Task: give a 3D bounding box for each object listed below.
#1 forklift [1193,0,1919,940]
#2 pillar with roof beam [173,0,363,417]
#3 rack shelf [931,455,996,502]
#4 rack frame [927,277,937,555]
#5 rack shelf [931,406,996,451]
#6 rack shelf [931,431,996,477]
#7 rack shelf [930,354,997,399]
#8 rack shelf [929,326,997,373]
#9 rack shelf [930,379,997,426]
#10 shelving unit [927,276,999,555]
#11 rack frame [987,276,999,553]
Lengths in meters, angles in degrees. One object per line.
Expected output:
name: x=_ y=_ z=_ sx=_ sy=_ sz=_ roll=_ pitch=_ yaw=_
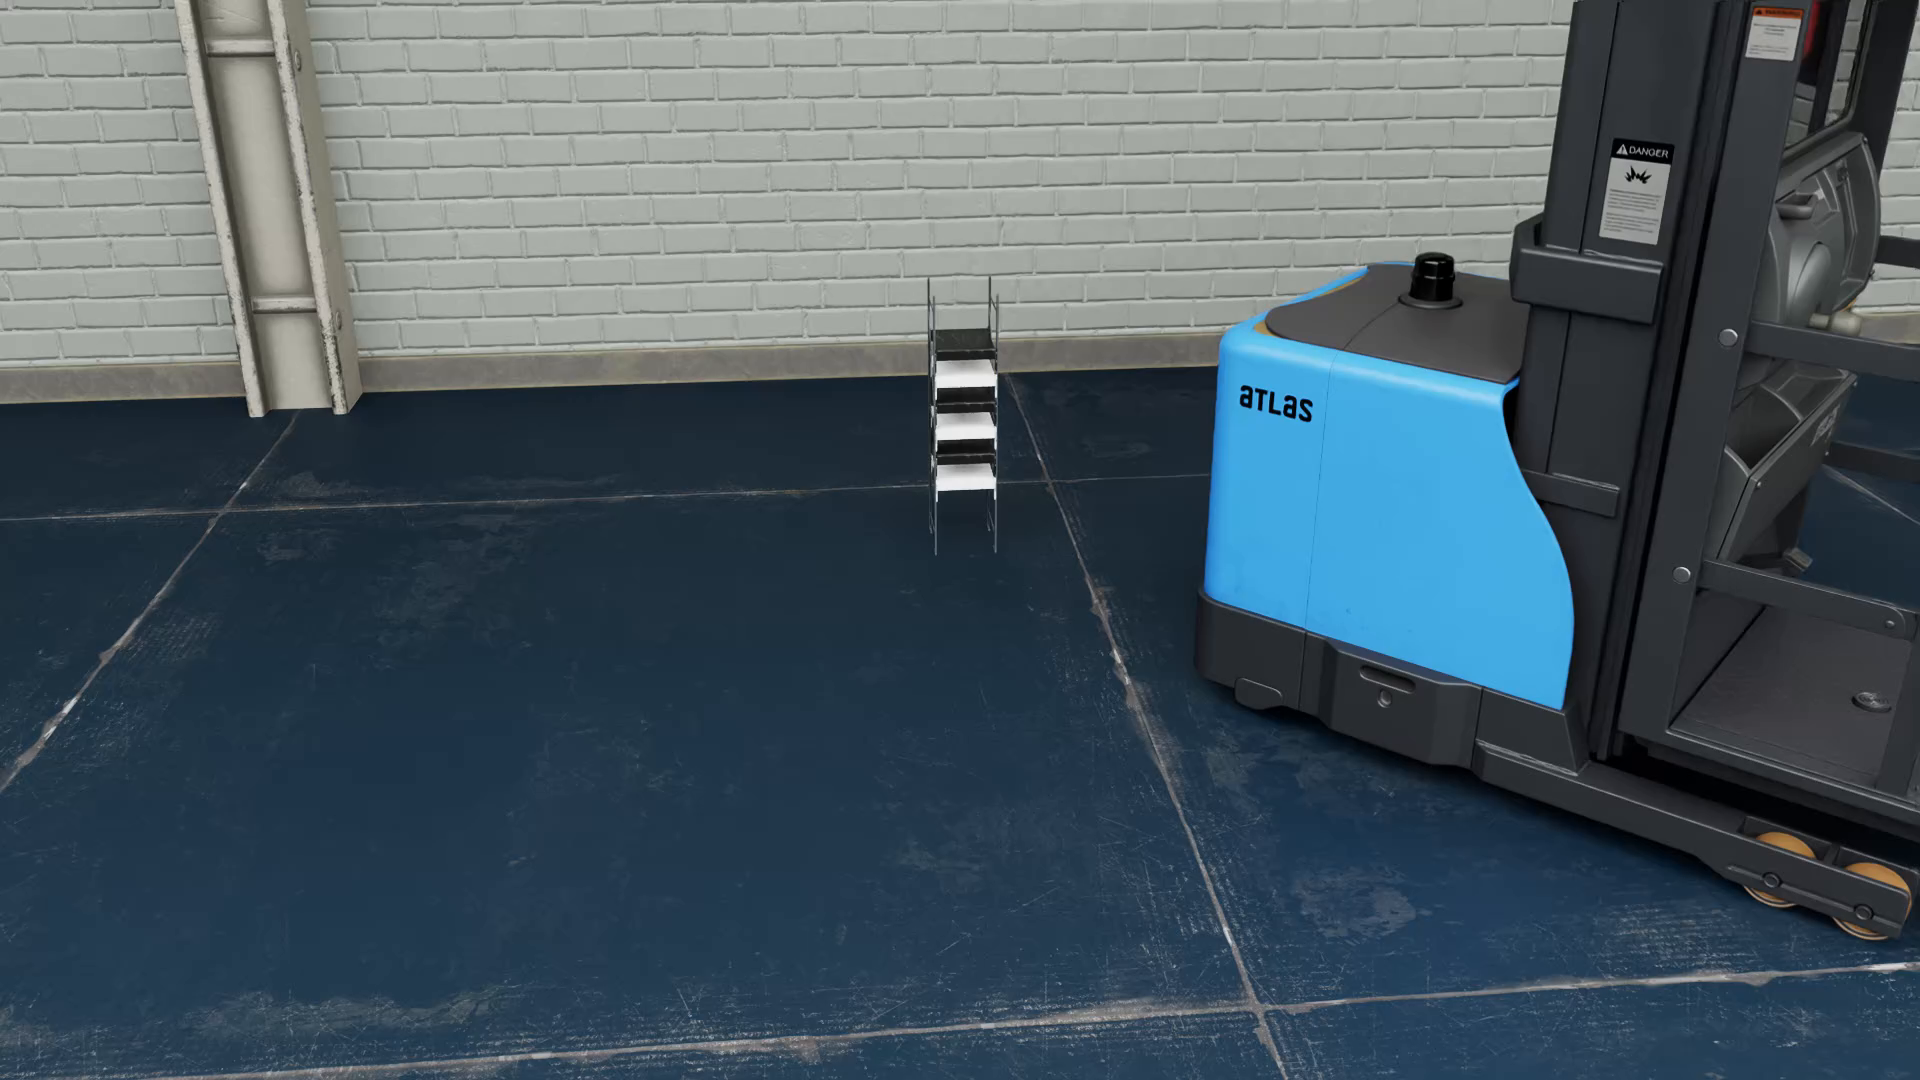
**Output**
forklift: x=2.135 y=-0.687 z=3.686 sx=3.031 sy=2.935 sz=1.130 roll=18 pitch=30 yaw=35
pillar with roof beam: x=-2.344 y=-2.953 z=1.313 sx=0.400 sy=9.000 sz=9.100 roll=-2 pitch=24 yaw=-5
rack shelf: x=0.008 y=-0.217 z=5.655 sx=0.200 sy=0.077 sz=0.258 roll=-2 pitch=24 yaw=-5
rack frame: x=-0.093 y=-0.407 z=5.559 sx=0.006 sy=0.900 sz=0.240 roll=-2 pitch=24 yaw=-5
rack shelf: x=0.008 y=-0.381 z=5.581 sx=0.200 sy=0.077 sz=0.258 roll=-2 pitch=24 yaw=-5
rack shelf: x=0.008 y=-0.299 z=5.618 sx=0.200 sy=0.077 sz=0.258 roll=-2 pitch=24 yaw=-5
rack shelf: x=0.008 y=-0.546 z=5.508 sx=0.200 sy=0.077 sz=0.258 roll=-2 pitch=24 yaw=-5
rack shelf: x=0.008 y=-0.628 z=5.472 sx=0.200 sy=0.077 sz=0.258 roll=-2 pitch=24 yaw=-5
rack shelf: x=0.008 y=-0.463 z=5.545 sx=0.200 sy=0.077 sz=0.258 roll=-2 pitch=24 yaw=-5
shelving unit: x=0.008 y=-0.412 z=5.568 sx=0.210 sy=0.900 sz=0.258 roll=-2 pitch=24 yaw=-5
rack frame: x=0.109 y=-0.416 z=5.577 sx=0.006 sy=0.900 sz=0.240 roll=-2 pitch=24 yaw=-5
